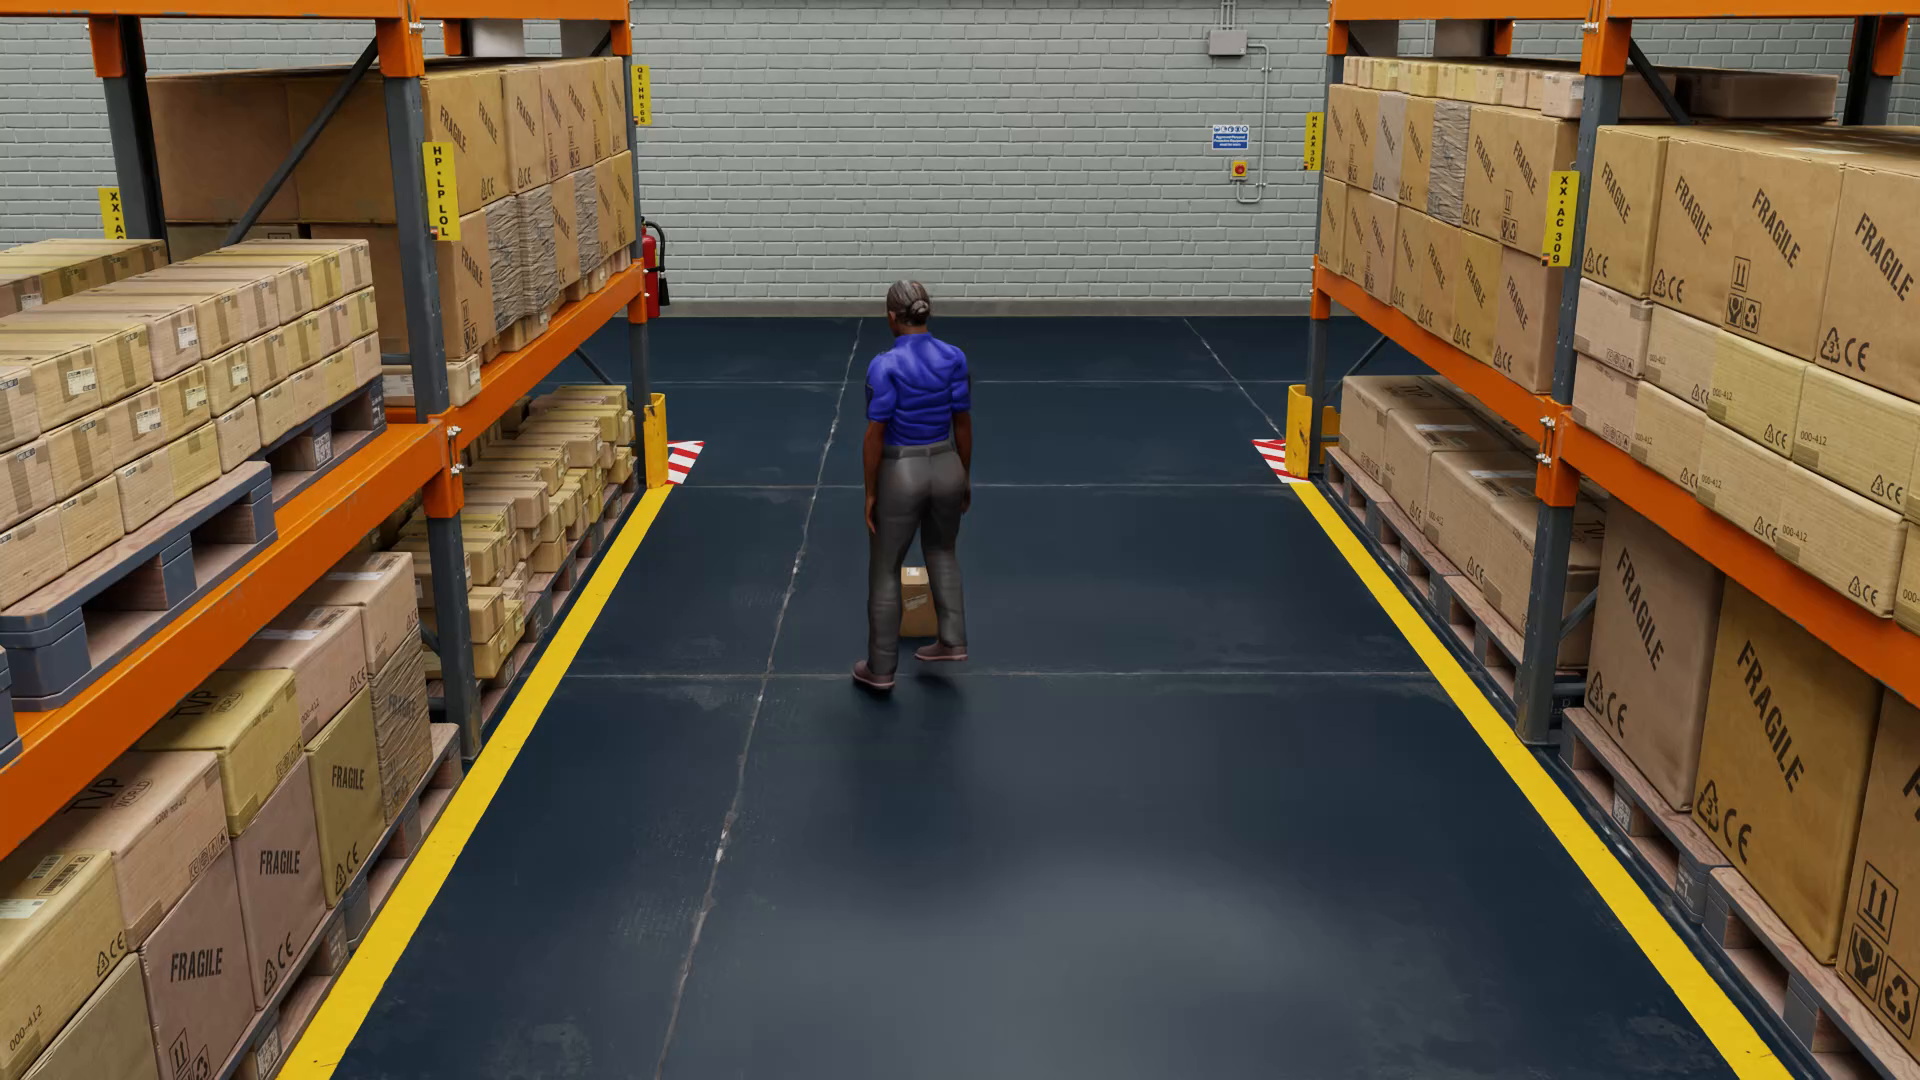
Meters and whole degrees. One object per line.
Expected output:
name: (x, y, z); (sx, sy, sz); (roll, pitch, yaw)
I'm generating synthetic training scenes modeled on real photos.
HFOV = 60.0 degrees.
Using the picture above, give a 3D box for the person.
person: (-0.186, -0.219, 6.695); (0.489, 1.656, 0.369); (-8, 19, -25)
